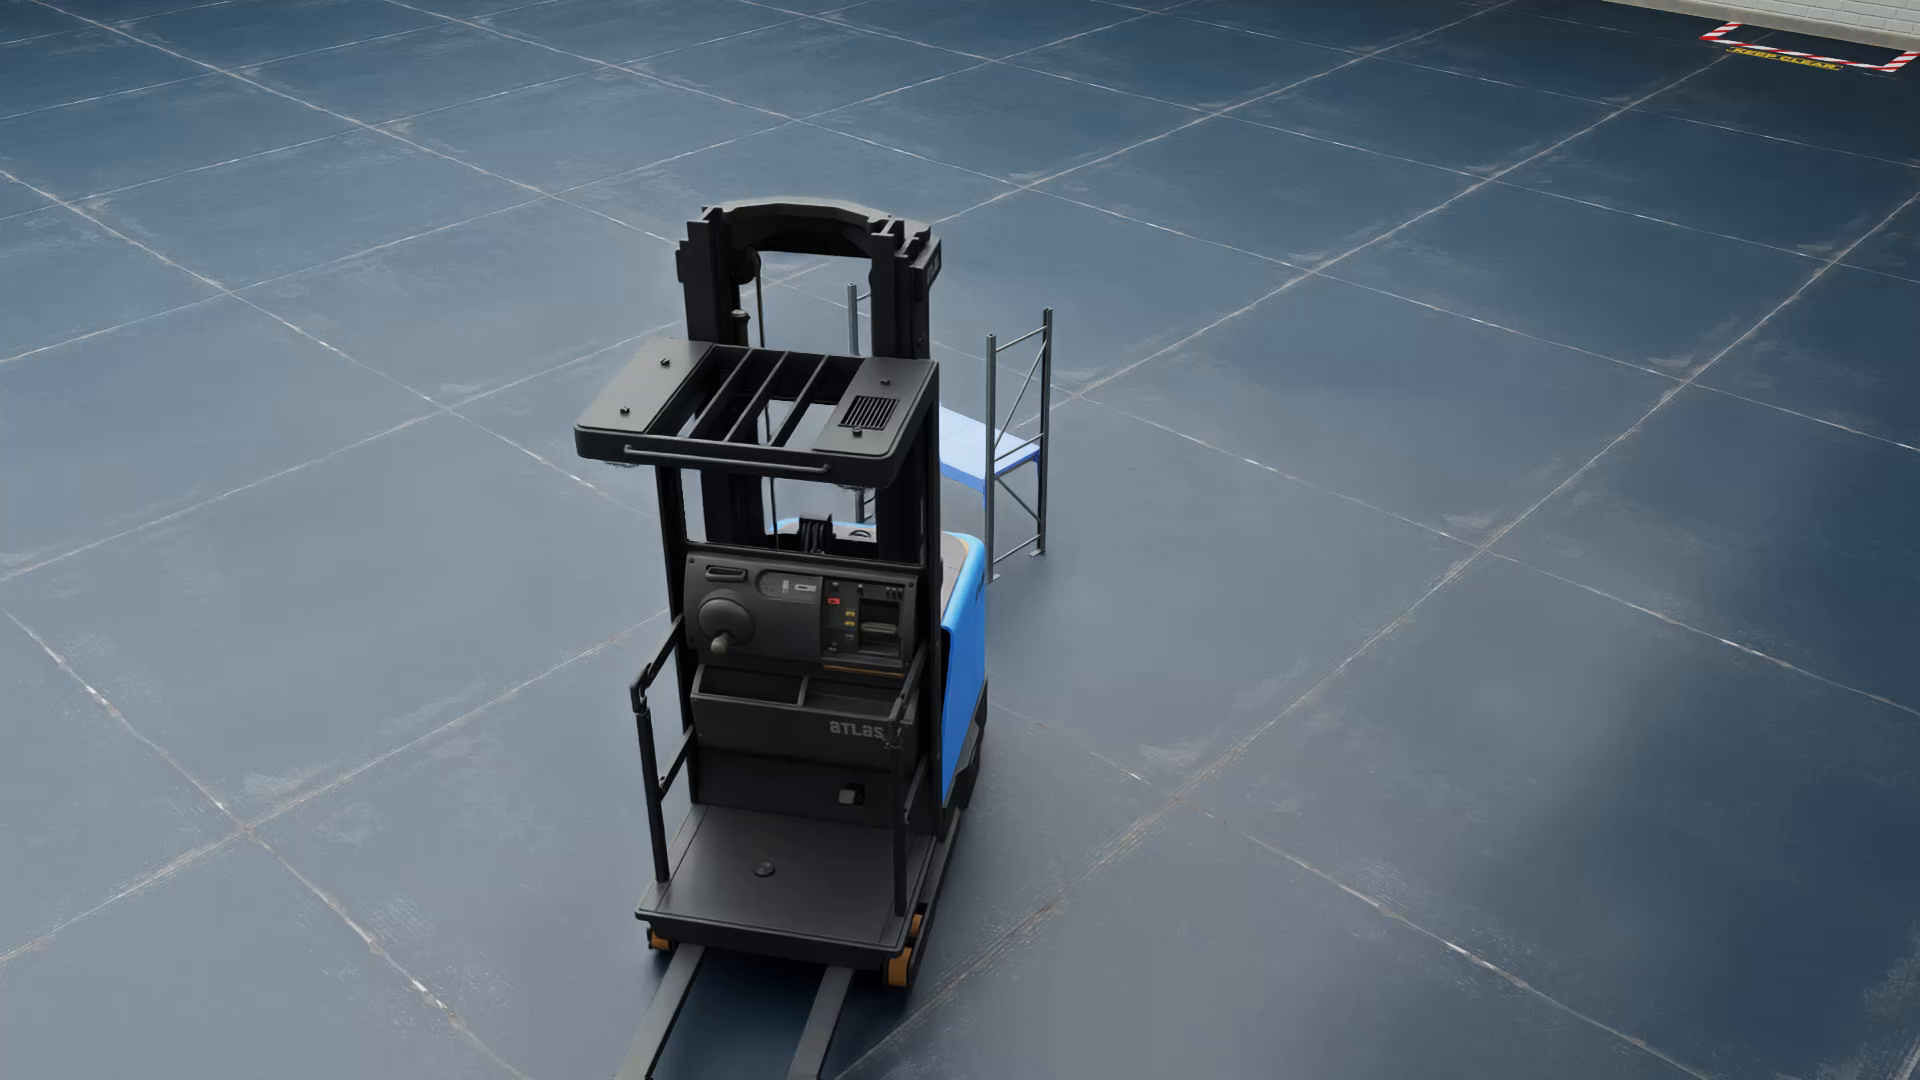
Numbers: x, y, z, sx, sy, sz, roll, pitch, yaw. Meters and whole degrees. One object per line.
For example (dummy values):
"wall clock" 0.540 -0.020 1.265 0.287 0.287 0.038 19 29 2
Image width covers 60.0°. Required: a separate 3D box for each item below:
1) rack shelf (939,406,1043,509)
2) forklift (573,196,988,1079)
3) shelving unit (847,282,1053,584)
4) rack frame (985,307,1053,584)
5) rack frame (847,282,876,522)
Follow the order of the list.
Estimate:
"rack shelf" -0.063 -0.518 9.449 1.000 0.185 0.538 25 39 35
"forklift" -0.666 0.335 6.296 1.130 2.935 3.031 6 32 10
"shelving unit" -0.063 -0.672 9.357 1.048 1.500 0.538 25 39 35
"rack frame" 0.314 -0.496 9.064 0.032 1.500 0.500 25 39 35
"rack frame" -0.440 -0.848 9.649 0.032 1.500 0.500 25 39 35
